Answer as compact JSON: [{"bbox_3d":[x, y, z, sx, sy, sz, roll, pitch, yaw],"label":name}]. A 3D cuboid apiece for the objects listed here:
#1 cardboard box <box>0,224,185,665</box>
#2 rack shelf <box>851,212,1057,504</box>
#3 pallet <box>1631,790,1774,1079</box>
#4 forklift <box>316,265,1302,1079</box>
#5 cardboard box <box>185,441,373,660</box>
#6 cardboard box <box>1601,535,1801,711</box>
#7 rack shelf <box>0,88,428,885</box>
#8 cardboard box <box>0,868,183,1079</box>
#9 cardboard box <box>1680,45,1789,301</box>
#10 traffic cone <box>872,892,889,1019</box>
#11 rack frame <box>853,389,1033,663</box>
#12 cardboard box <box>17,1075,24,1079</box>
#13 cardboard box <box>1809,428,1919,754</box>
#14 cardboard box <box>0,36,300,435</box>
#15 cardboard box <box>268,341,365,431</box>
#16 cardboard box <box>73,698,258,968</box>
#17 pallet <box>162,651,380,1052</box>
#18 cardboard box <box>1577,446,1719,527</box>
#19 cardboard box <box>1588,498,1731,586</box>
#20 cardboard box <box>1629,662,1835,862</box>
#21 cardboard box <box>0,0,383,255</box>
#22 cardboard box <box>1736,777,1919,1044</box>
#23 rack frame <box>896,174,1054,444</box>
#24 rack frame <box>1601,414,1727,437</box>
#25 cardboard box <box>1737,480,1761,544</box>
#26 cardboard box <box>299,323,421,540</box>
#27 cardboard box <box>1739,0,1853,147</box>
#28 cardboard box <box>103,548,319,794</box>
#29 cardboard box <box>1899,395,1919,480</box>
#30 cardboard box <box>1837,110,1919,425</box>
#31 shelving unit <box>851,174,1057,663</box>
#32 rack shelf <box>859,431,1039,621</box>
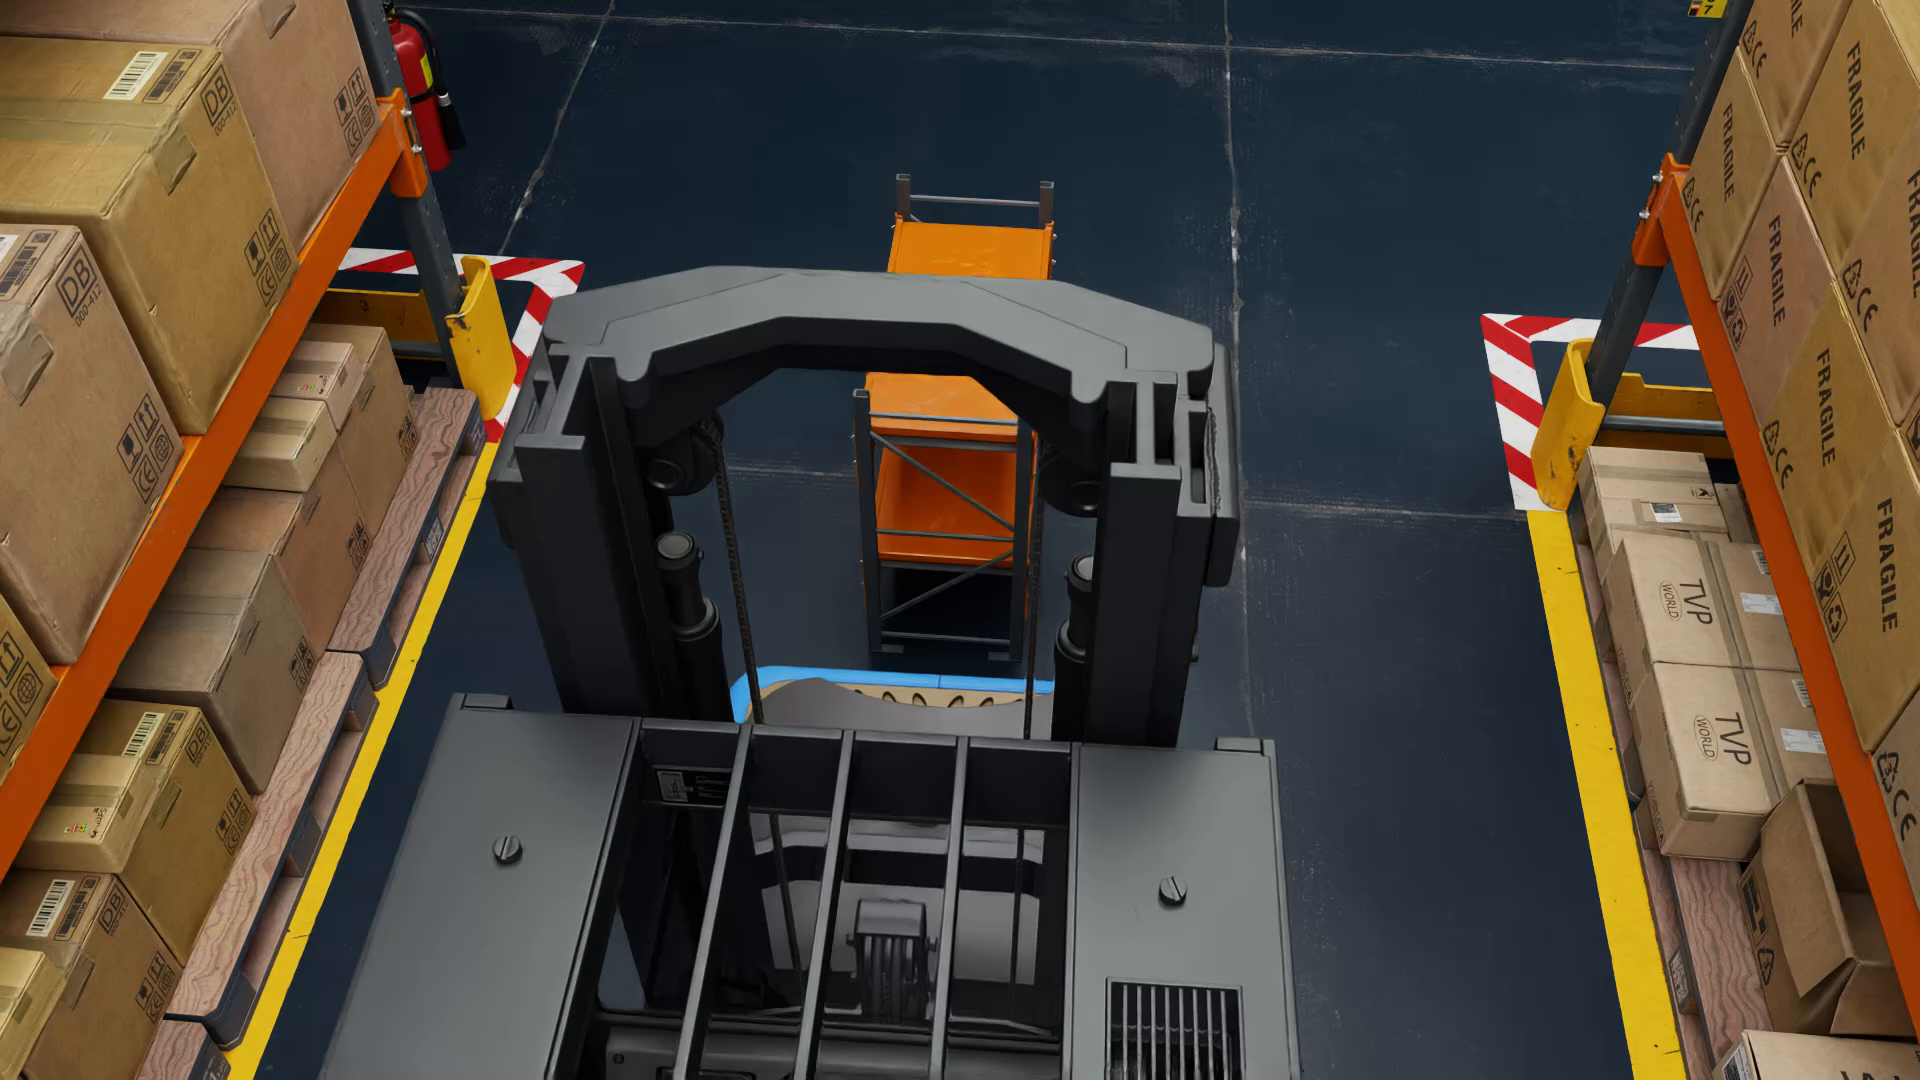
[{"bbox_3d":[-2.453,-0.223,3.718,0.980,0.700,0.700,2,48,2],"label":"cardboard box"},{"bbox_3d":[0.001,-0.582,5.123,0.538,0.278,1.000,4,48,4],"label":"rack shelf"},{"bbox_3d":[2.458,1.215,4.496,1.003,0.211,1.213,4,48,4],"label":"pallet"},{"bbox_3d":[-0.153,1.147,2.715,1.130,2.935,3.031,3,48,3],"label":"forklift"},{"bbox_3d":[-2.293,-0.002,5.128,0.700,0.500,0.500,4,48,3],"label":"cardboard box"},{"bbox_3d":[2.273,0.265,5.040,0.500,0.250,0.500,4,48,4],"label":"cardboard box"},{"bbox_3d":[-2.465,0.120,4.095,1.077,0.370,4.000,4,48,4],"label":"rack shelf"},{"bbox_3d":[-2.428,1.137,4.087,0.700,0.500,0.500,3,48,3],"label":"cardboard box"},{"bbox_3d":[2.347,-0.988,4.553,0.500,0.500,0.500,5,48,4],"label":"cardboard box"},{"bbox_3d":[-0.156,1.061,3.312,0.062,1.202,0.307,4,48,4],"label":"traffic cone"},{"bbox_3d":[-0.046,-0.011,4.998,0.500,1.125,0.032,4,48,4],"label":"rack frame"},{"bbox_3d":[-2.477,1.506,3.749,0.700,0.500,0.500,4,48,4],"label":"cardboard box"},{"bbox_3d":[2.210,0.128,3.533,0.500,0.500,0.500,4,48,4],"label":"cardboard box"},{"bbox_3d":[-2.375,-0.783,4.230,0.980,0.700,0.700,4,48,3],"label":"cardboard box"},{"bbox_3d":[-2.078,-0.482,5.128,0.380,0.149,0.250,3,48,3],"label":"cardboard box"},{"bbox_3d":[-2.379,0.760,4.431,0.700,0.500,0.500,5,48,4],"label":"cardboard box"},{"bbox_3d":[-2.392,0.835,4.843,1.003,0.211,1.213,4,48,4],"label":"pallet"},{"bbox_3d":[2.270,-0.164,5.501,0.380,0.149,0.250,4,48,4],"label":"cardboard box"},{"bbox_3d":[2.247,0.014,5.326,0.380,0.166,0.250,4,48,4],"label":"cardboard box"},{"bbox_3d":[2.227,0.633,4.704,0.500,0.250,0.500,4,48,4],"label":"cardboard box"},{"bbox_3d":[-2.320,-1.318,4.720,0.980,0.700,0.700,6,48,5],"label":"cardboard box"},{"bbox_3d":[2.452,0.990,4.205,0.797,0.503,0.637,4,48,4],"label":"cardboard box"},{"bbox_3d":[0.047,-0.758,5.681,0.500,1.125,0.032,4,48,4],"label":"rack frame"},{"bbox_3d":[2.647,-1.262,4.872,0.949,2.616,0.053,4,48,4],"label":"rack frame"},{"bbox_3d":[2.846,-0.151,5.251,0.500,0.500,0.500,4,48,4],"label":"cardboard box"},{"bbox_3d":[-2.247,-0.370,5.465,0.700,0.500,0.500,4,48,4],"label":"cardboard box"},{"bbox_3d":[2.347,-1.325,4.184,0.500,0.500,0.500,5,48,5],"label":"cardboard box"},{"bbox_3d":[-2.338,0.368,4.790,0.700,0.500,0.500,2,48,2],"label":"cardboard box"},{"bbox_3d":[2.211,-0.200,3.155,0.500,0.500,0.500,3,48,3],"label":"cardboard box"},{"bbox_3d":[2.257,-0.573,3.496,0.500,0.500,0.500,4,48,4],"label":"cardboard box"},{"bbox_3d":[0.001,-0.385,5.339,0.538,1.125,1.048,4,48,4],"label":"shelving unit"},{"bbox_3d":[0.001,-0.220,5.520,0.538,0.278,1.000,4,48,4],"label":"rack shelf"}]
